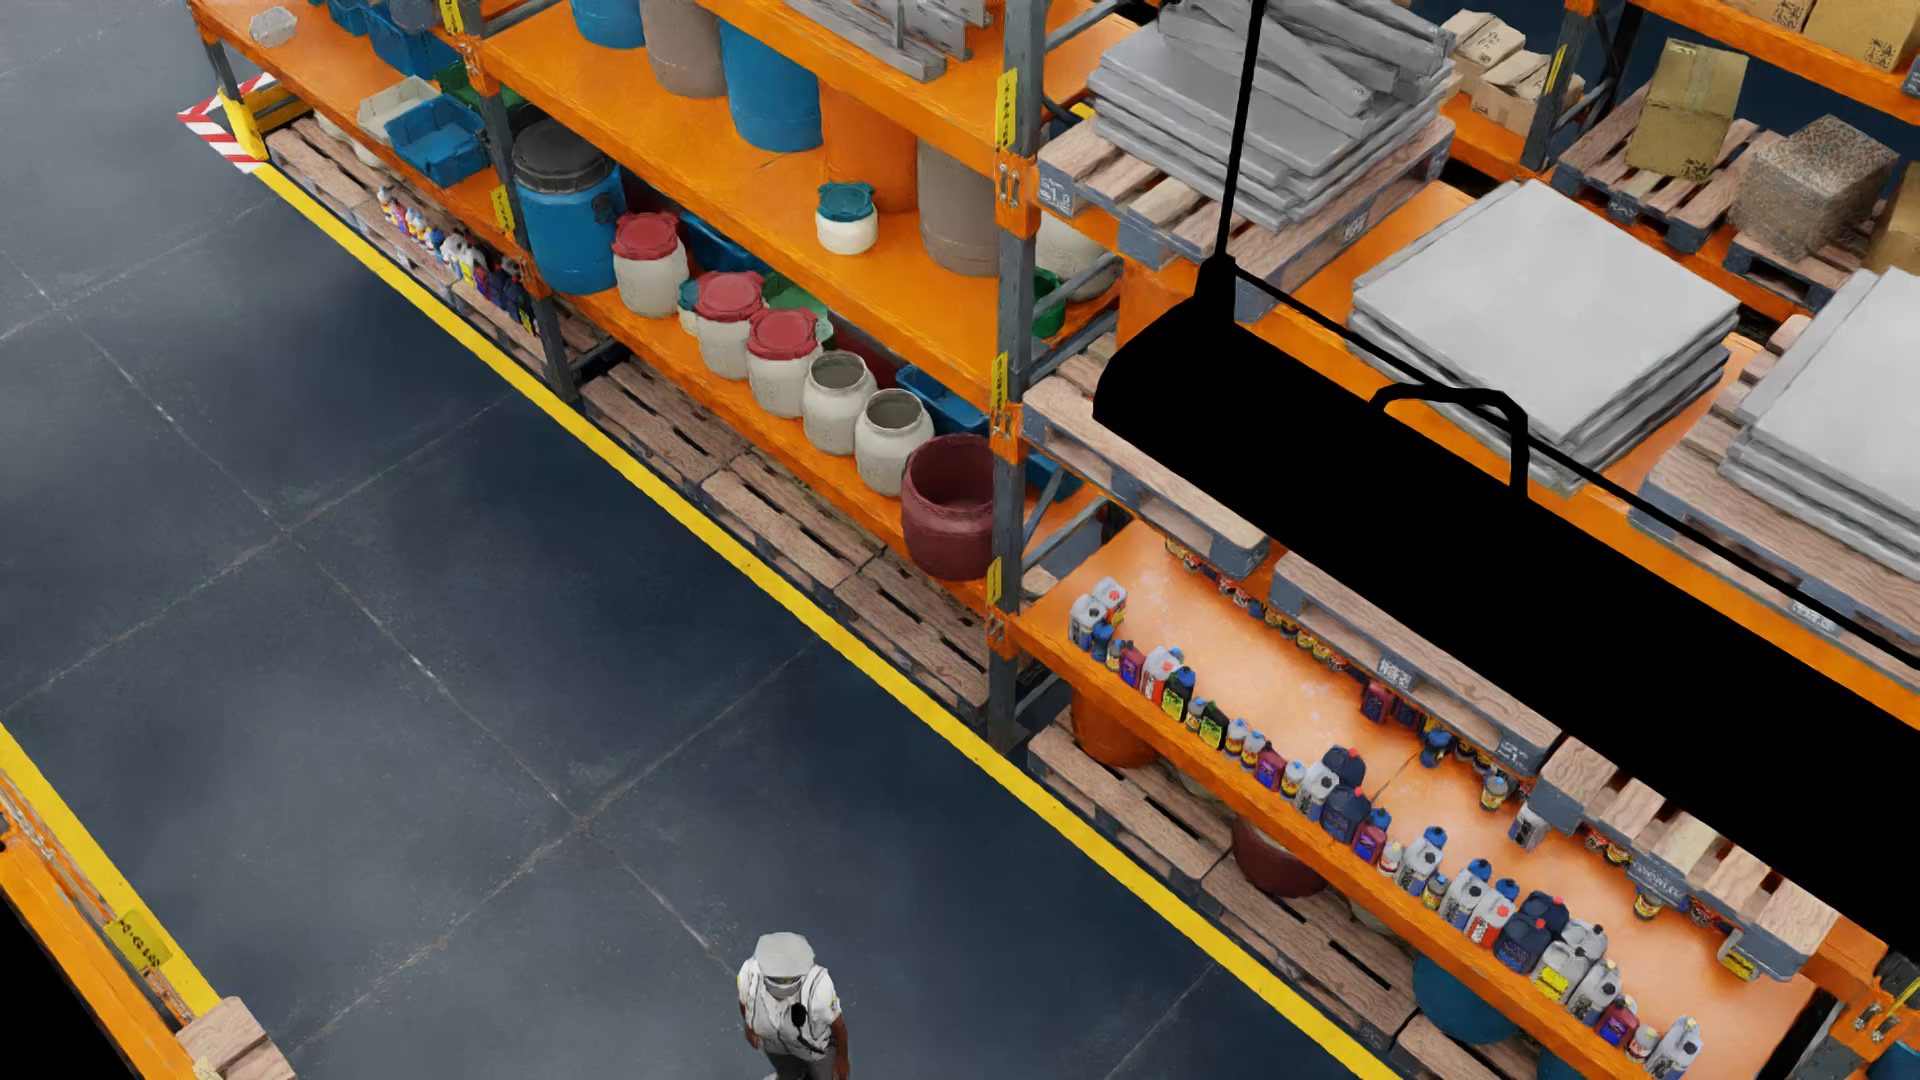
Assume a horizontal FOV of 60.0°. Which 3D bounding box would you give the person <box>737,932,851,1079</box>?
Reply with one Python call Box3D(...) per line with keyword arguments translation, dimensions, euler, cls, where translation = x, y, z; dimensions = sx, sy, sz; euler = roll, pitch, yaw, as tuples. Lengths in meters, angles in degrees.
Box3D(translation=(-0.748, 2.236, 7.408), dimensions=(0.552, 1.683, 0.440), euler=(13, 51, 10), cls="person")
